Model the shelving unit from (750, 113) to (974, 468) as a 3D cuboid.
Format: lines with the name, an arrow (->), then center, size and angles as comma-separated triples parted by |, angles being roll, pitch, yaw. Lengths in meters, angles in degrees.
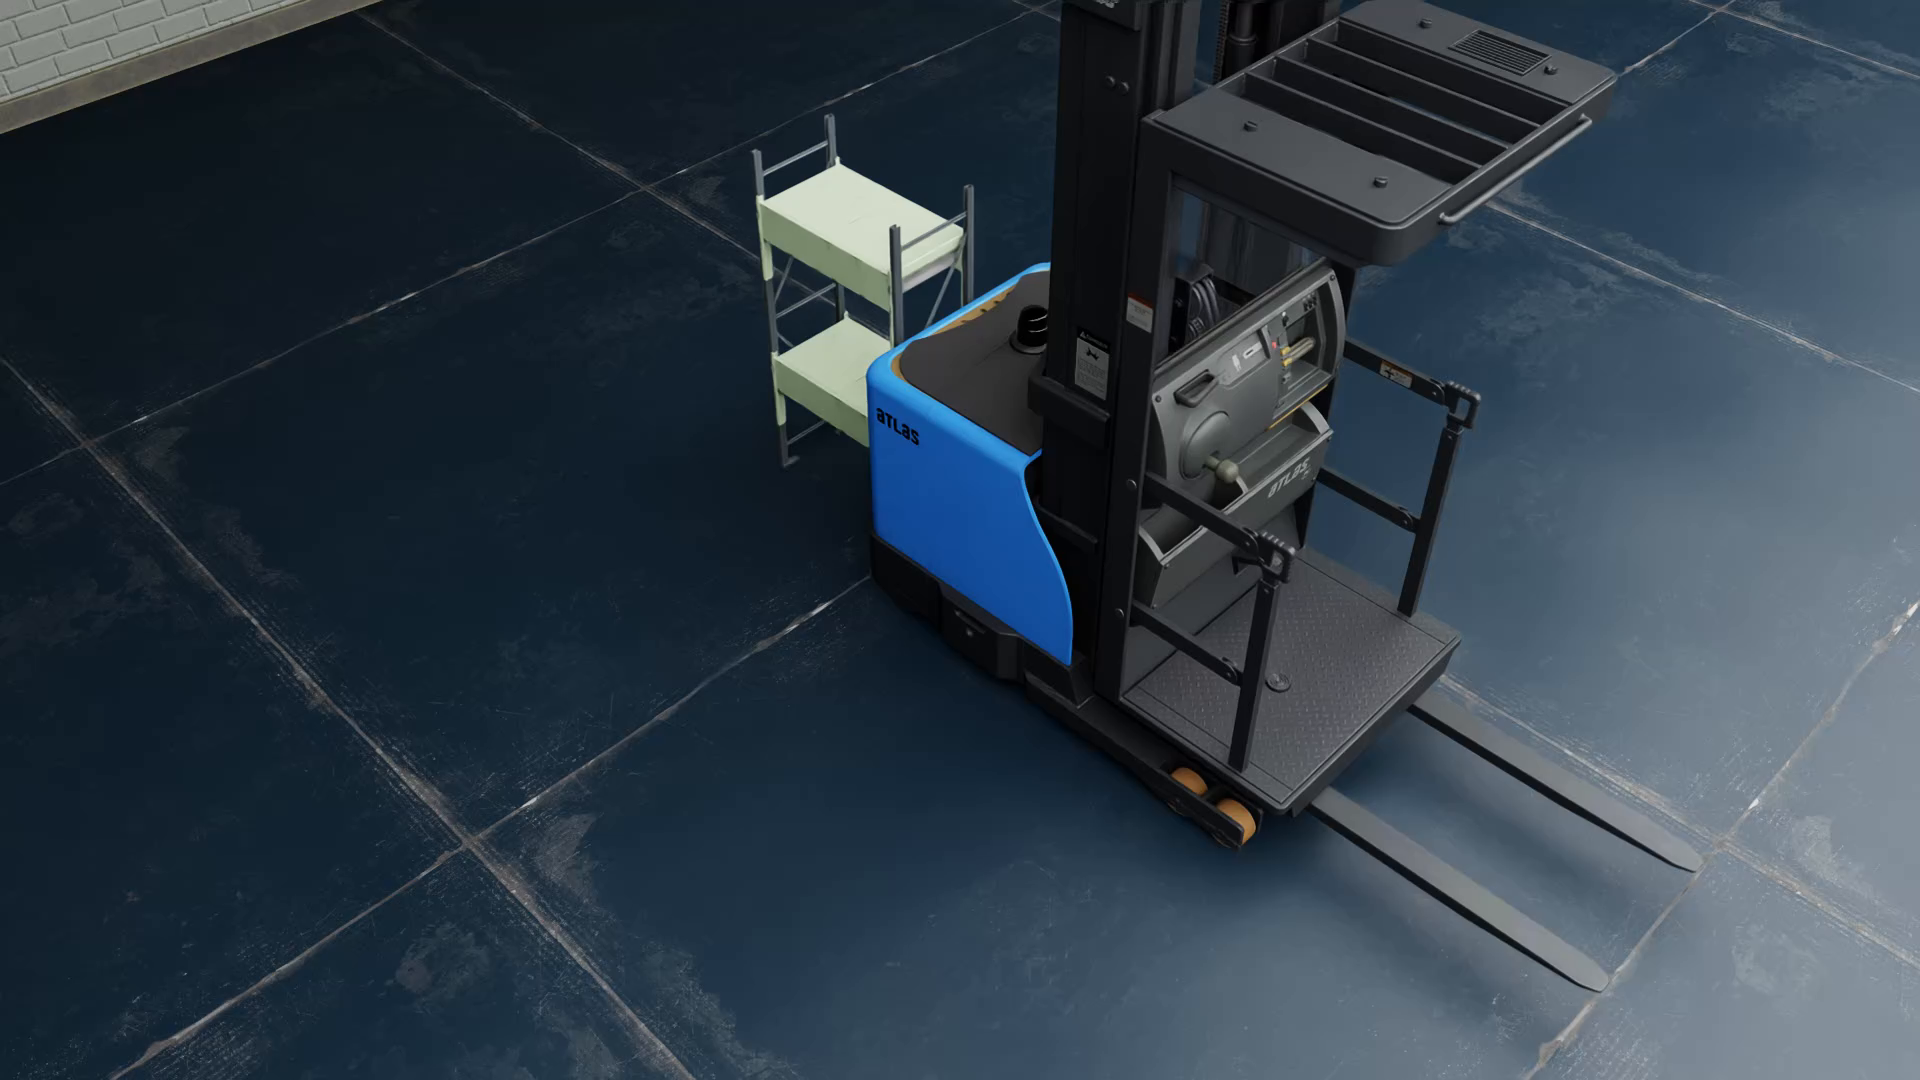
shelving unit -> -0.359, -0.786, 6.496 | 0.755, 1.500, 0.431 | 33, 52, 31

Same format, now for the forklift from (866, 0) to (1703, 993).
forklift -> 1.059, -0.440, 5.067 | 3.031, 2.935, 1.130 | 33, 52, 31

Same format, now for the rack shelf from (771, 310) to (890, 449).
rack shelf -> -0.359, -0.547, 6.717 | 0.720, 0.370, 0.431 | 33, 52, 31

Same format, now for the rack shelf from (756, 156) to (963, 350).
rack shelf -> -0.359, -1.073, 6.231 | 0.720, 0.370, 0.431 | 33, 52, 31

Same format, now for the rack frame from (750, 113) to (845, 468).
rack frame -> -0.621, -0.959, 6.683 | 0.023, 1.500, 0.400 | 33, 52, 31

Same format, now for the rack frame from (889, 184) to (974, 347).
rack frame -> -0.096, -0.613, 6.308 | 0.023, 1.500, 0.400 | 33, 52, 31
